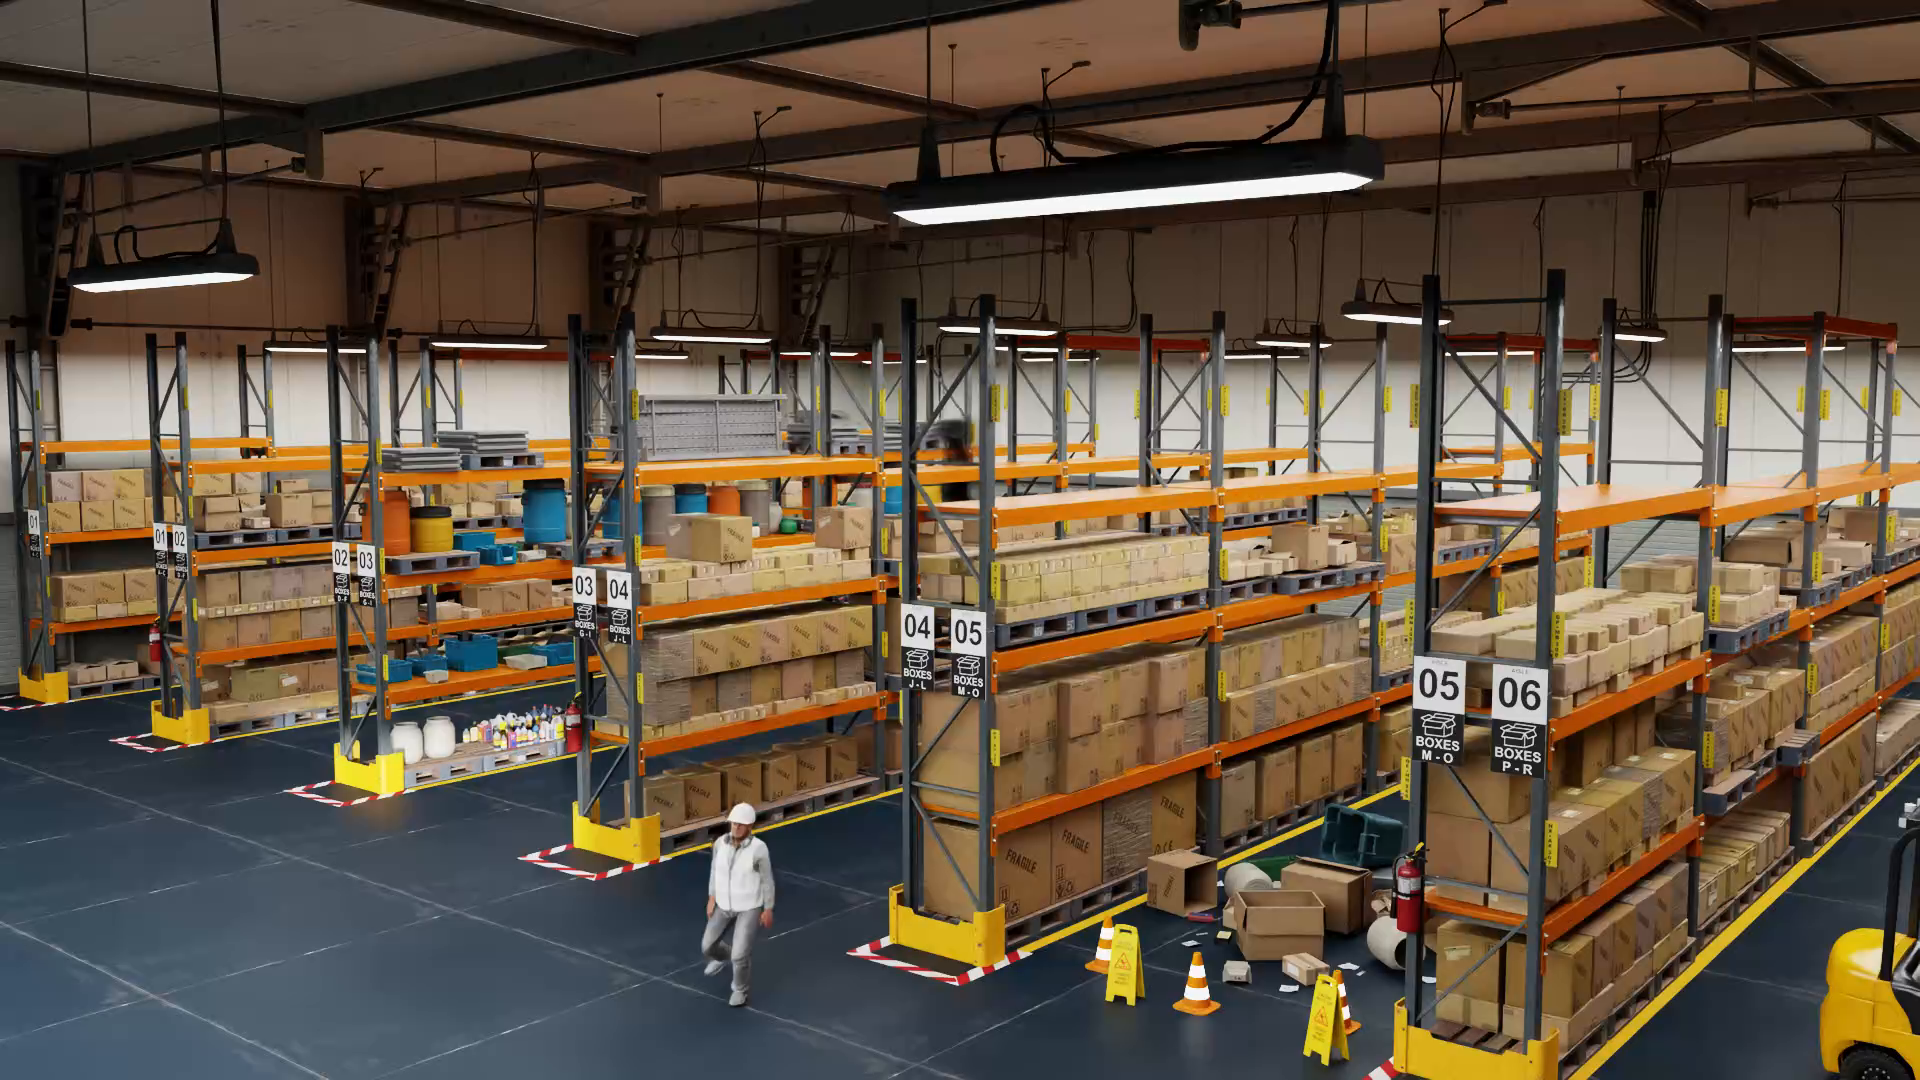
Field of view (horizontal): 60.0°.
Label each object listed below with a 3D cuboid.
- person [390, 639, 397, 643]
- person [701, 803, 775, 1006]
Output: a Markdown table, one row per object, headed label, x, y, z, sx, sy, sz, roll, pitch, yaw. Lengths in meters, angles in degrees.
| label | x | y | z | sx | sy | sz | roll | pitch | yaw |
| --- | --- | --- | --- | --- | --- | --- | --- | --- | --- |
| person | -10.592 | 1.631 | 30.649 | 0.612 | 1.608 | 0.744 | -1 | 5 | -11 |
| person | -1.907 | 3.035 | 14.112 | 0.807 | 1.713 | 0.584 | 2 | 6 | 22 |
